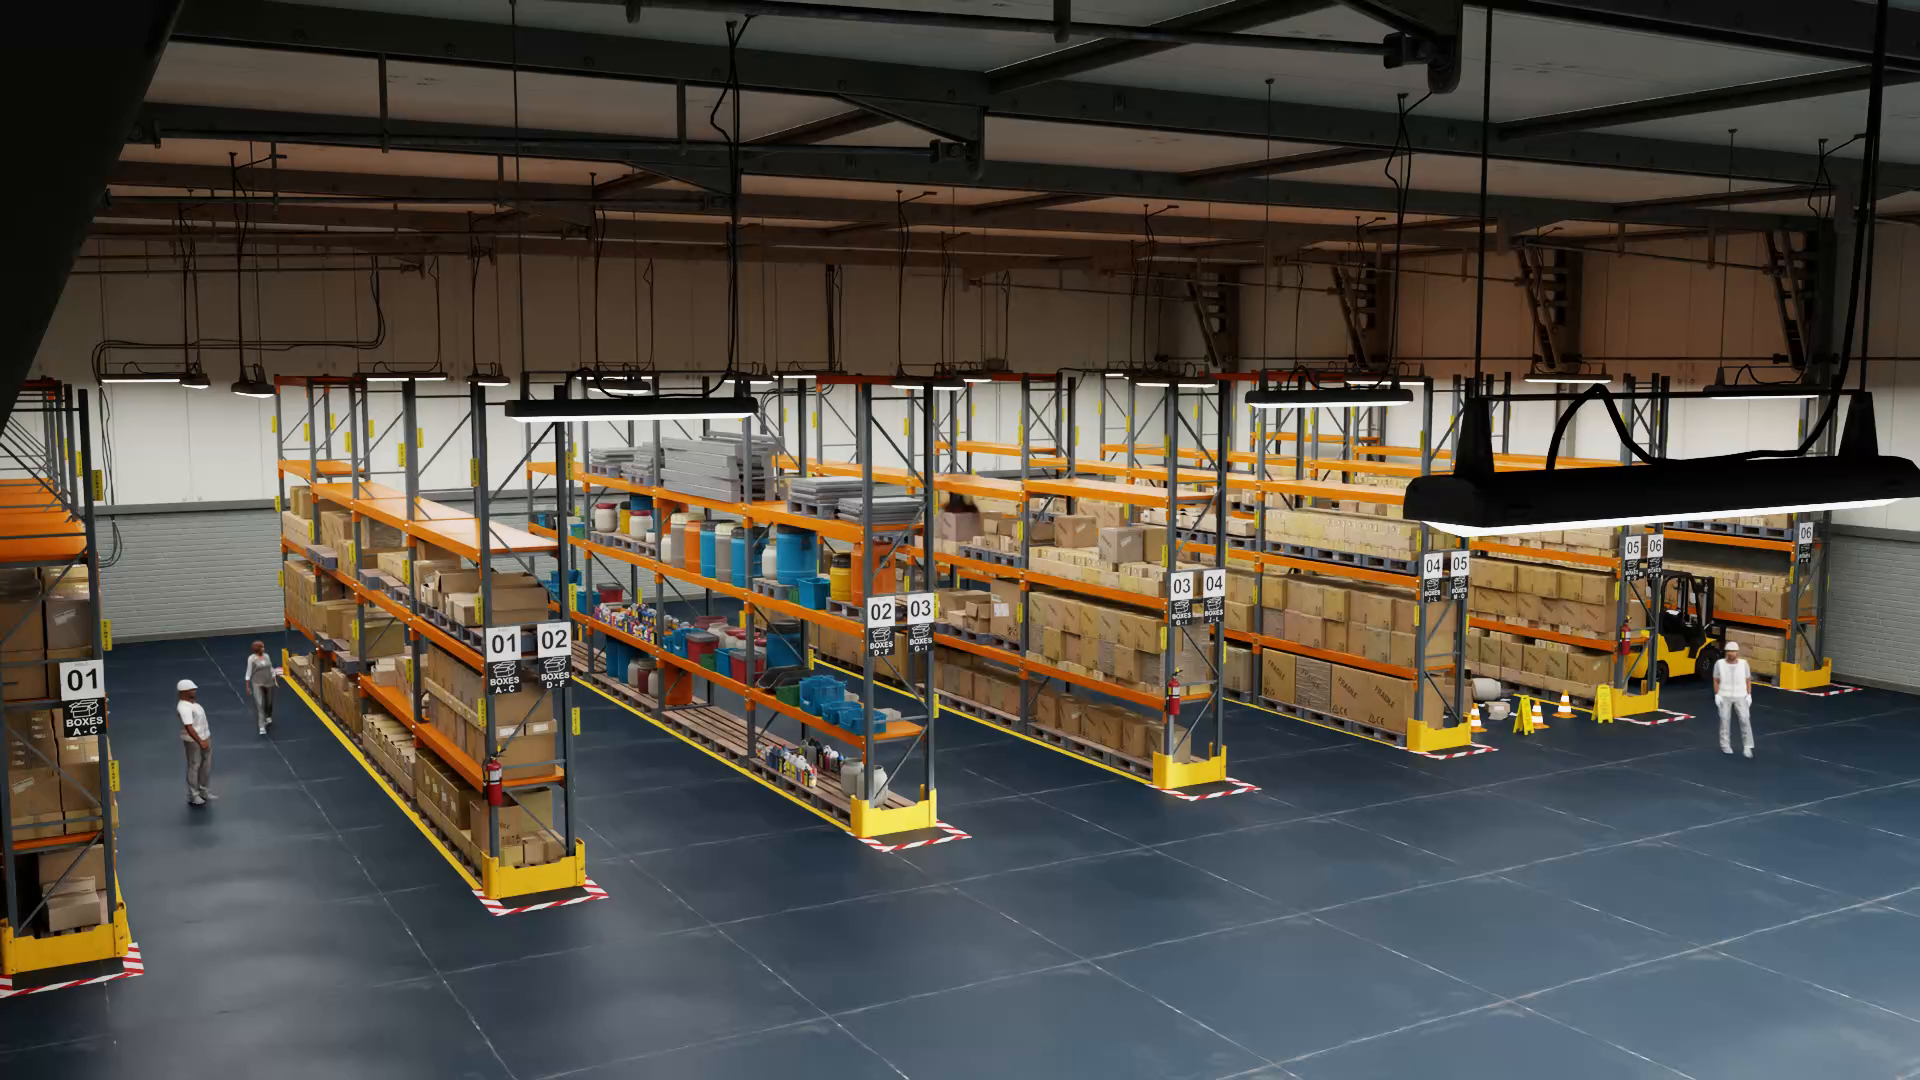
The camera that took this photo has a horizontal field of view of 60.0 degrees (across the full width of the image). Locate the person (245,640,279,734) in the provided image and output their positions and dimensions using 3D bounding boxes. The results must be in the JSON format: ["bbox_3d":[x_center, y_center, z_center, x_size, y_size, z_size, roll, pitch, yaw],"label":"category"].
[{"bbox_3d":[-11.868,2.466,28.271,0.522,1.548,0.894,-3,7,-27],"label":"person"}]

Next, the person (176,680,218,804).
[{"bbox_3d":[-10.874,2.878,23.722,0.632,1.796,0.619,1,6,12],"label":"person"}]

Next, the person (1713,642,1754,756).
[{"bbox_3d":[12.403,2.528,26.639,0.645,1.788,0.436,2,7,21],"label":"person"}]
